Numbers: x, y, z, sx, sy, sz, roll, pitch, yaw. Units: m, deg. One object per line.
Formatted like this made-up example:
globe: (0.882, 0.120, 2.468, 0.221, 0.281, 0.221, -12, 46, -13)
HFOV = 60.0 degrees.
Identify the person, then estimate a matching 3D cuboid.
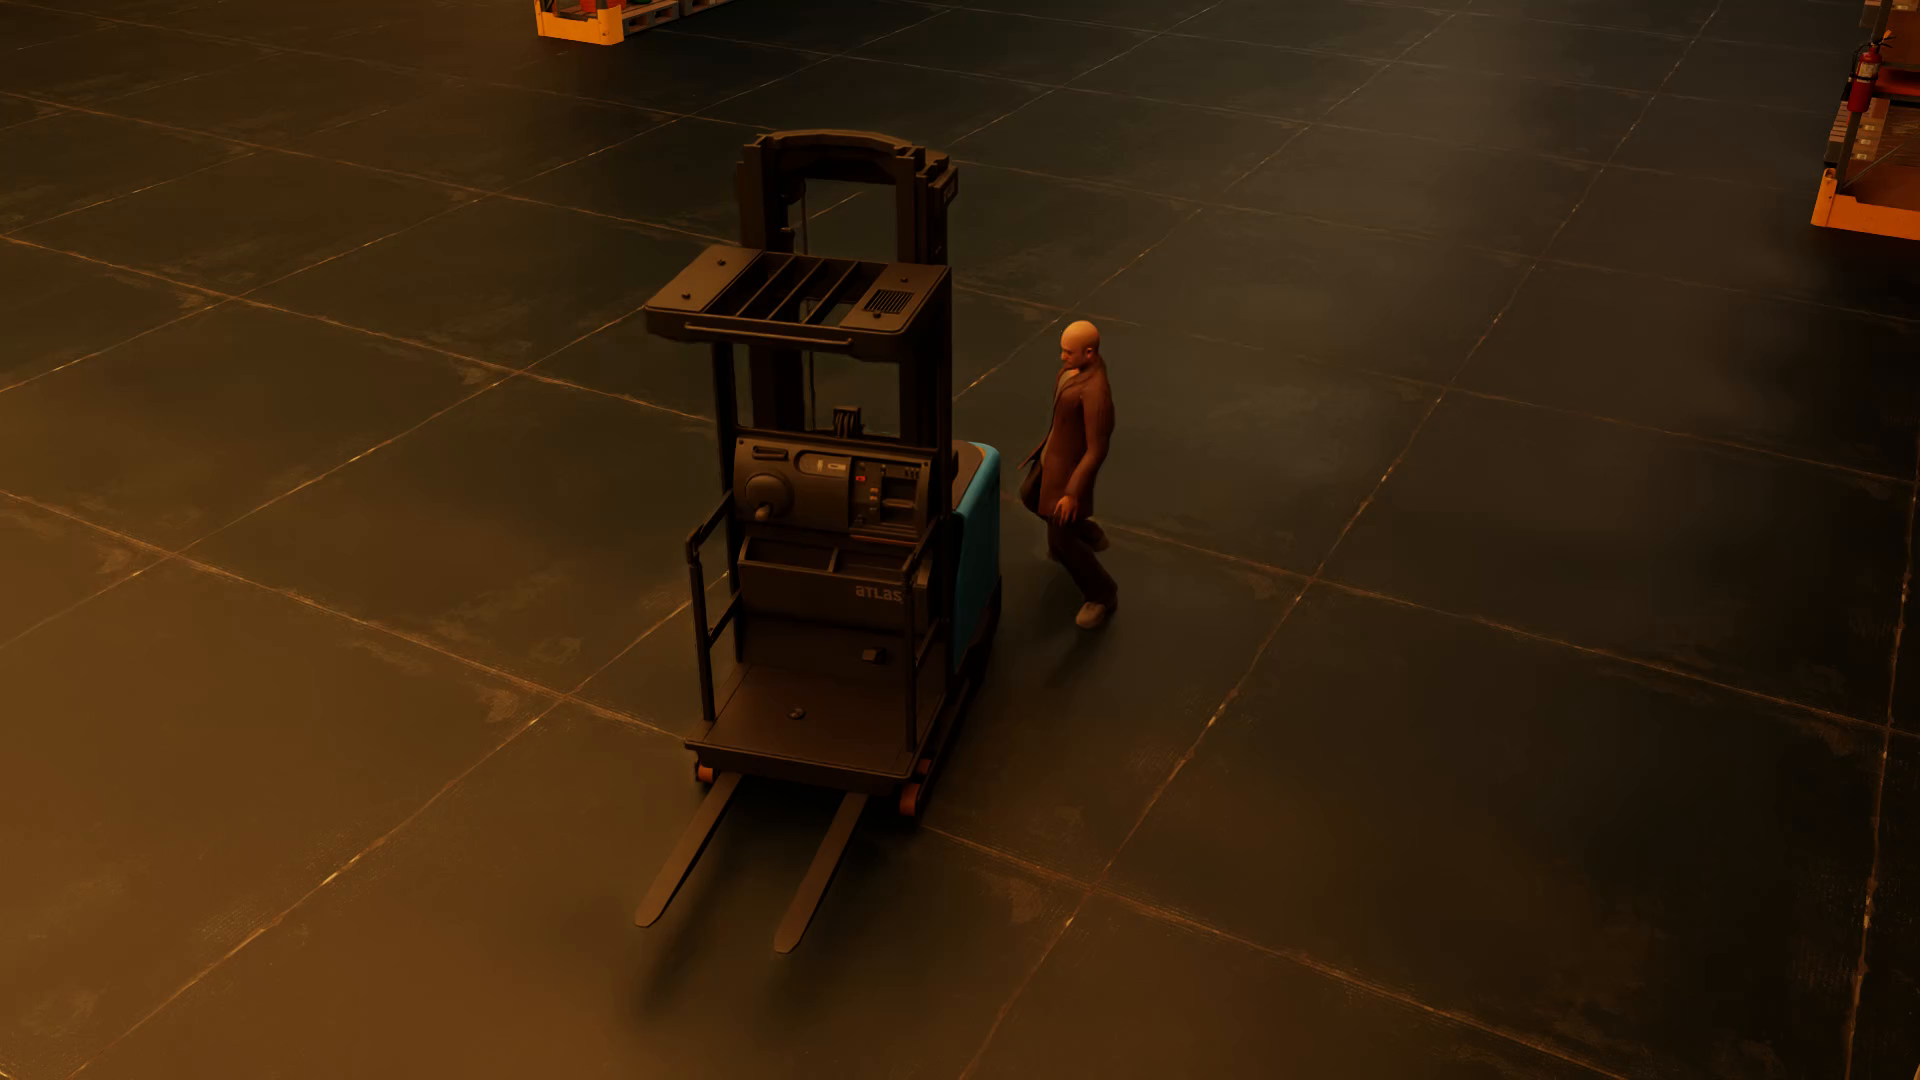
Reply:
person: (0.606, -0.451, 9.122, 0.558, 1.681, 0.950, -1, 30, -2)

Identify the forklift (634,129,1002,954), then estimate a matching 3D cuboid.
forklift: (-0.636, -0.189, 7.398, 1.130, 2.935, 3.031, 7, 31, 12)
